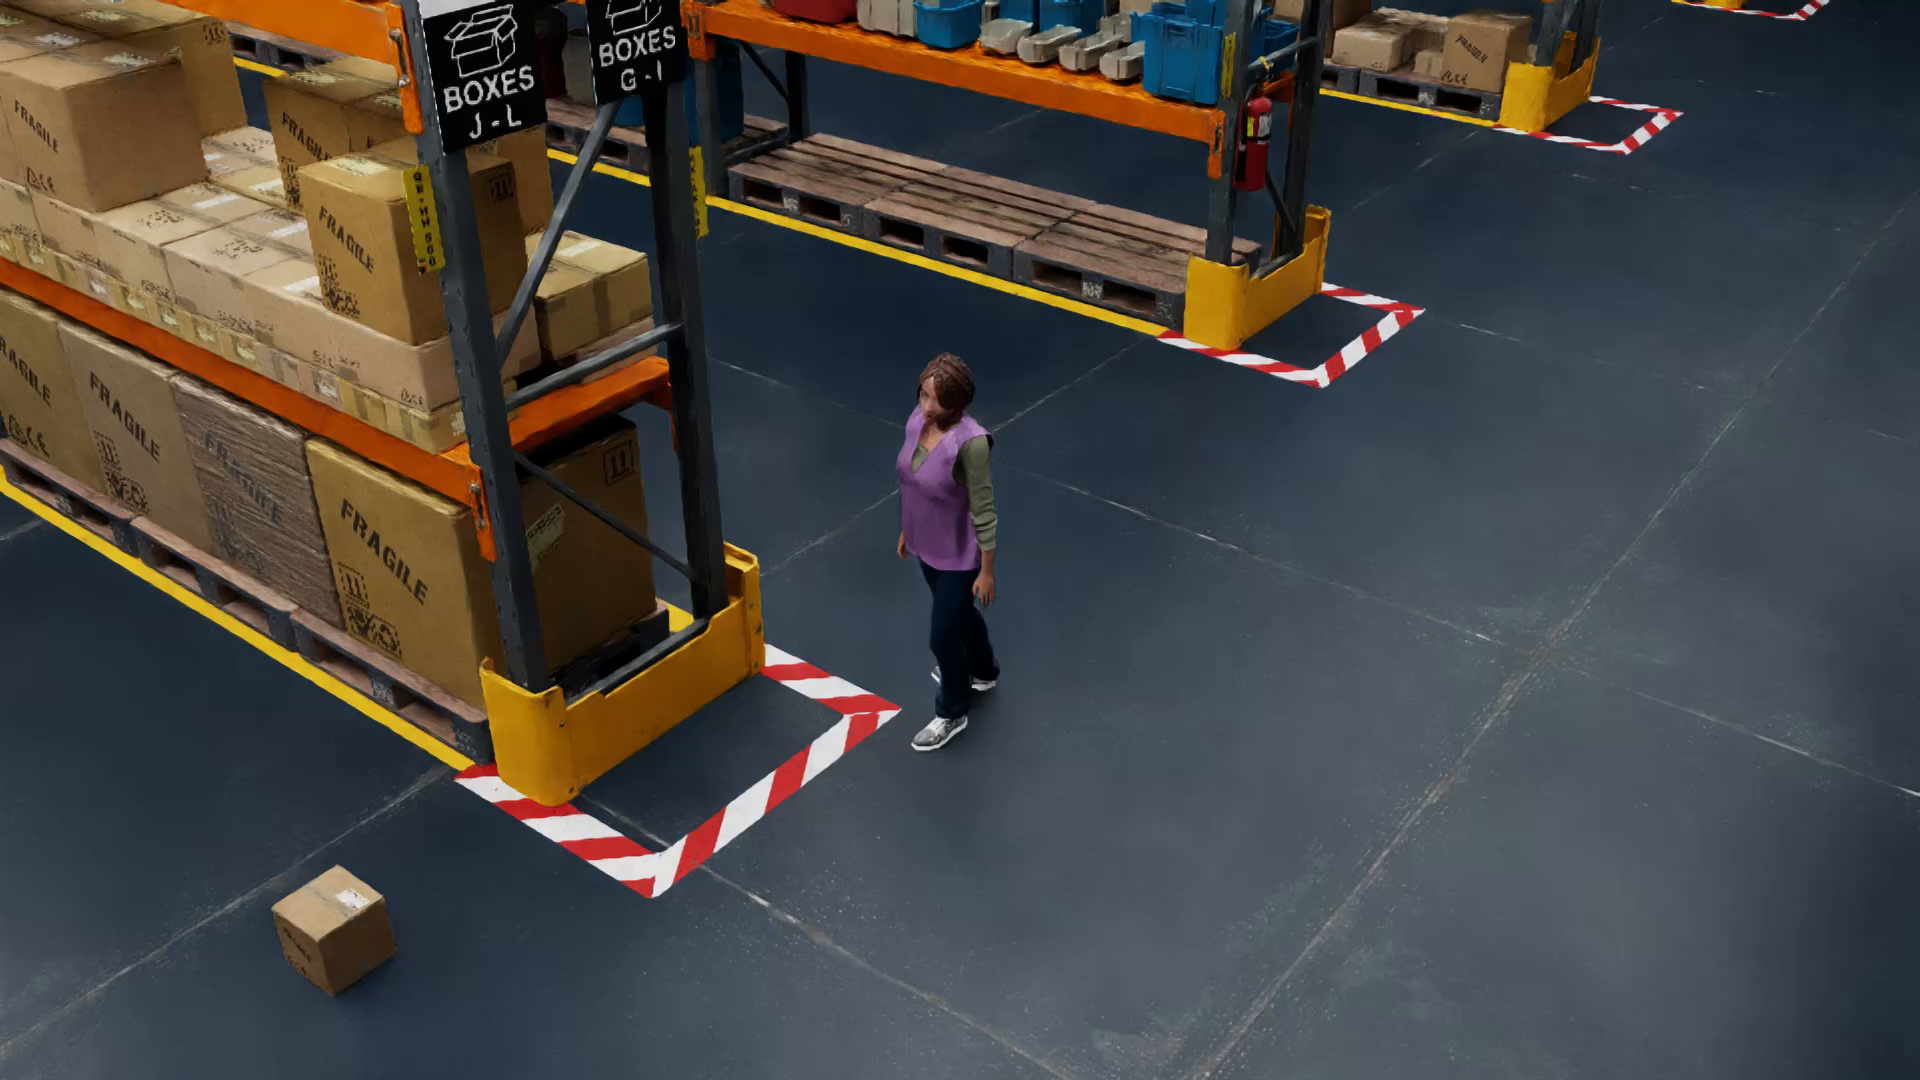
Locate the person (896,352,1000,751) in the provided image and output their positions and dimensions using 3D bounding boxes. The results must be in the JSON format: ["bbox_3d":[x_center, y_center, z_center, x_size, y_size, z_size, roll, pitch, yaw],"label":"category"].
[{"bbox_3d":[-0.025,0.027,6.120,0.490,1.584,0.523,-20,36,-29],"label":"person"}]
